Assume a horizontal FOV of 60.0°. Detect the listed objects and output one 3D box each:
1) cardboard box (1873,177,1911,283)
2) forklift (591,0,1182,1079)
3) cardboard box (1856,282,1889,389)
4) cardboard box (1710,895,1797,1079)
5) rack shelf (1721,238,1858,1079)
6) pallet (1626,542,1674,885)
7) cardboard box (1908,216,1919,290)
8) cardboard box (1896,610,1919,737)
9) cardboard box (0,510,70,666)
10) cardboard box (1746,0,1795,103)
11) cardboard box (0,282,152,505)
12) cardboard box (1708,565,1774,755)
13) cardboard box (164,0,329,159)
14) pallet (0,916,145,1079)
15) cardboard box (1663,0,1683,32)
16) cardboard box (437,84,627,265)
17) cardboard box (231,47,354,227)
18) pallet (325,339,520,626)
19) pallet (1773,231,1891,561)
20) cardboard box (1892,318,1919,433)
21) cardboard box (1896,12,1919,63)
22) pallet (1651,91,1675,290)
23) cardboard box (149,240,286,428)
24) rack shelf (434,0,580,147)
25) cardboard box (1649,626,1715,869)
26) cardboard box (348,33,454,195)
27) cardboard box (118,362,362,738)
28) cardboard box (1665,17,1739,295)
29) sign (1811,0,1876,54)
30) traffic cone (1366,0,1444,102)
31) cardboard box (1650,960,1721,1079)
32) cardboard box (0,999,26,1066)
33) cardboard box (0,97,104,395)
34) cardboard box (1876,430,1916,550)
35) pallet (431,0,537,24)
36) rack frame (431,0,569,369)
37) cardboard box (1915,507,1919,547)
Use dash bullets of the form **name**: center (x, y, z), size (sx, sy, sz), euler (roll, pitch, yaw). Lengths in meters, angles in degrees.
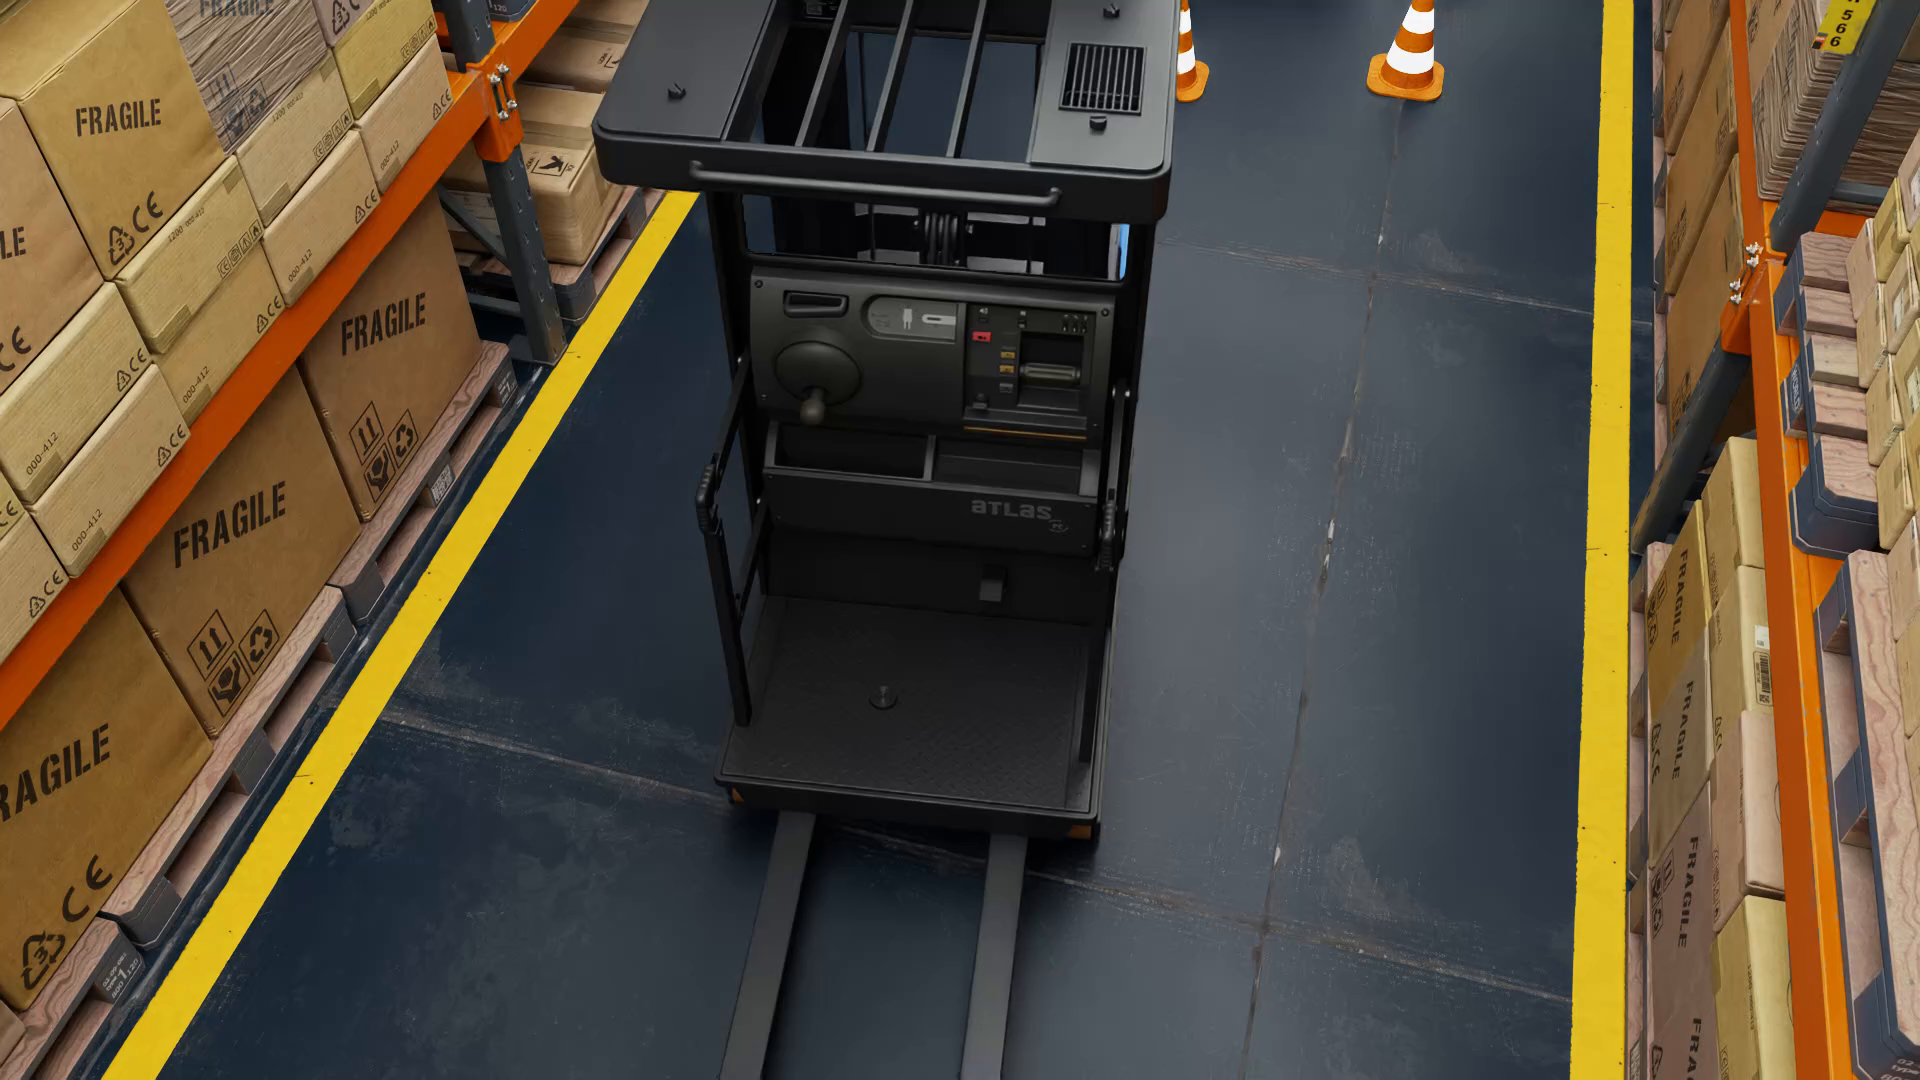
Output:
- **cardboard box**: center (2.475, -0.730, 4.082), size (0.380, 0.149, 0.250), euler (14, 50, 12)
- **forklift**: center (-0.101, -0.365, 4.117), size (1.130, 2.935, 3.031), euler (5, 49, 5)
- **cardboard box**: center (2.413, -0.463, 4.046), size (0.380, 0.149, 0.250), euler (14, 50, 12)
- **cardboard box**: center (1.969, 1.105, 3.661), size (0.500, 0.250, 0.500), euler (10, 49, 8)
- **rack shelf**: center (2.269, 0.799, 3.524), size (1.077, 0.370, 4.000), euler (12, 50, 10)
- **pallet**: center (2.589, 0.602, 5.077), size (1.003, 0.211, 1.213), euler (12, 50, 10)
- **cardboard box**: center (2.419, -0.647, 3.811), size (0.380, 0.149, 0.250), euler (10, 49, 9)
- **cardboard box**: center (2.136, 0.302, 3.370), size (0.380, 0.149, 0.250), euler (12, 50, 11)
- **cardboard box**: center (-2.404, 0.146, 3.721), size (0.500, 0.250, 0.500), euler (11, 50, 10)
- **cardboard box**: center (2.788, -1.658, 5.146), size (0.500, 0.500, 0.500), euler (12, 50, 10)
- **cardboard box**: center (-2.271, -0.383, 3.854), size (0.500, 0.250, 0.500), euler (10, 49, 9)
- **cardboard box**: center (2.247, 0.373, 4.307), size (0.500, 0.250, 0.500), euler (11, 49, 10)
- **cardboard box**: center (-2.017, -1.355, 4.211), size (0.500, 0.500, 0.500), euler (12, 50, 11)
- **pallet**: center (-2.929, 1.454, 4.326), size (1.003, 0.211, 1.213), euler (12, 50, 10)
- **cardboard box**: center (3.772, -2.706, 7.358), size (1.050, 0.750, 0.750), euler (11, 50, 10)
- **cardboard box**: center (-1.848, -1.465, 6.515), size (0.950, 0.372, 0.625), euler (9, 49, 7)
- **cardboard box**: center (-2.020, -1.133, 4.516), size (0.500, 0.250, 0.500), euler (10, 49, 9)
- **pallet**: center (-2.286, -0.311, 5.884), size (1.003, 0.211, 1.213), euler (12, 50, 10)
- **pallet**: center (2.711, -0.285, 4.129), size (1.213, 0.211, 1.003), euler (12, 50, 10)
- **cardboard box**: center (2.339, -0.339, 3.738), size (0.380, 0.149, 0.250), euler (10, 49, 9)
- **cardboard box**: center (2.924, -1.572, 4.403), size (0.700, 0.500, 0.500), euler (11, 50, 10)
- **pallet**: center (3.399, -1.398, 6.843), size (1.003, 0.211, 1.213), euler (12, 50, 10)
- **cardboard box**: center (-2.156, -0.589, 4.369), size (0.500, 0.250, 0.500), euler (11, 50, 10)
- **rack shelf**: center (-1.480, -2.998, 6.875), size (1.077, 0.370, 4.000), euler (12, 50, 10)
- **cardboard box**: center (2.235, 0.629, 4.582), size (0.500, 0.500, 0.500), euler (12, 50, 10)
- **cardboard box**: center (-1.889, -1.322, 5.016), size (0.500, 0.250, 0.500), euler (10, 49, 9)
- **cardboard box**: center (-2.507, -0.097, 4.972), size (0.875, 0.875, 0.875), euler (12, 50, 10)
- **cardboard box**: center (3.270, -1.335, 6.148), size (1.050, 0.750, 0.750), euler (12, 50, 11)
- **sign**: center (2.260, -1.375, 4.191), size (0.100, 0.325, 0.005), euler (12, 50, 10)
- **traffic cone**: center (2.039, -2.267, 7.442), size (0.336, 0.463, 0.334), euler (12, 50, 10)
- **cardboard box**: center (1.969, 1.370, 3.927), size (0.500, 0.500, 0.500), euler (11, 49, 9)
- **cardboard box**: center (-2.973, 1.204, 3.824), size (0.875, 0.875, 0.875), euler (13, 50, 11)
- **cardboard box**: center (-2.294, -0.632, 3.574), size (0.500, 0.500, 0.500), euler (11, 49, 9)
- **cardboard box**: center (2.273, -0.072, 3.701), size (0.380, 0.149, 0.250), euler (14, 50, 12)
- **pallet**: center (-1.921, -2.262, 5.874), size (1.213, 0.211, 1.003), euler (12, 50, 10)
- **rack frame**: center (-2.006, -1.789, 5.328), size (1.000, 3.000, 0.127), euler (12, 50, 10)
- **cardboard box**: center (2.206, 0.023, 3.418), size (0.380, 0.149, 0.250), euler (12, 50, 10)
